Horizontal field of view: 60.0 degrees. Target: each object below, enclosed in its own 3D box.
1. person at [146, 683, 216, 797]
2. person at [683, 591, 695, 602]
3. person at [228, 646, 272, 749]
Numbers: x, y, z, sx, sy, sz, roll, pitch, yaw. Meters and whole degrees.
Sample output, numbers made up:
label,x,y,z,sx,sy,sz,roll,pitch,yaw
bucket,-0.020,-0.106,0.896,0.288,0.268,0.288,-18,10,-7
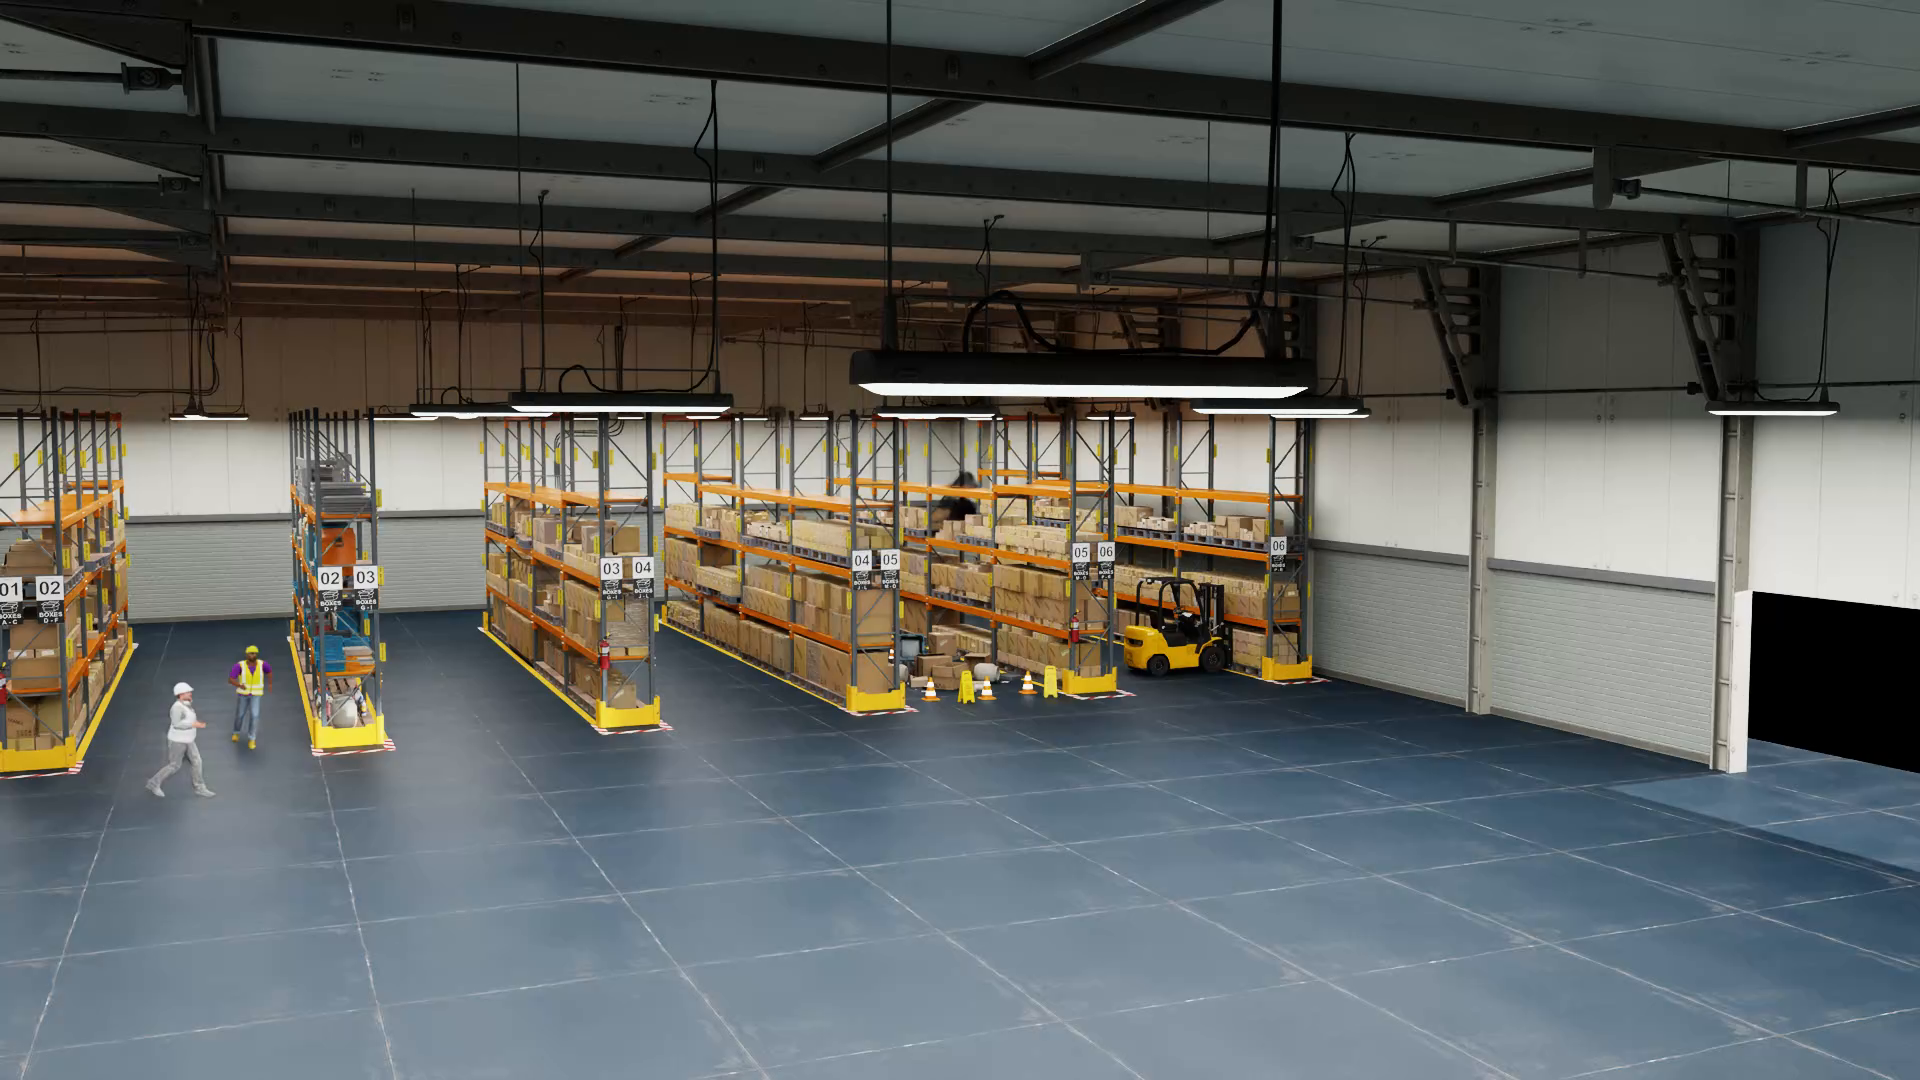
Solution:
label,x,y,z,sx,sy,sz,roll,pitch,yaw
person,-11.873,3.052,25.290,0.954,1.776,0.632,0,4,-7
person,-7.966,1.392,49.391,0.598,1.801,0.723,-2,4,-27
person,-12.611,2.783,29.587,0.749,1.834,0.751,-2,5,-29
